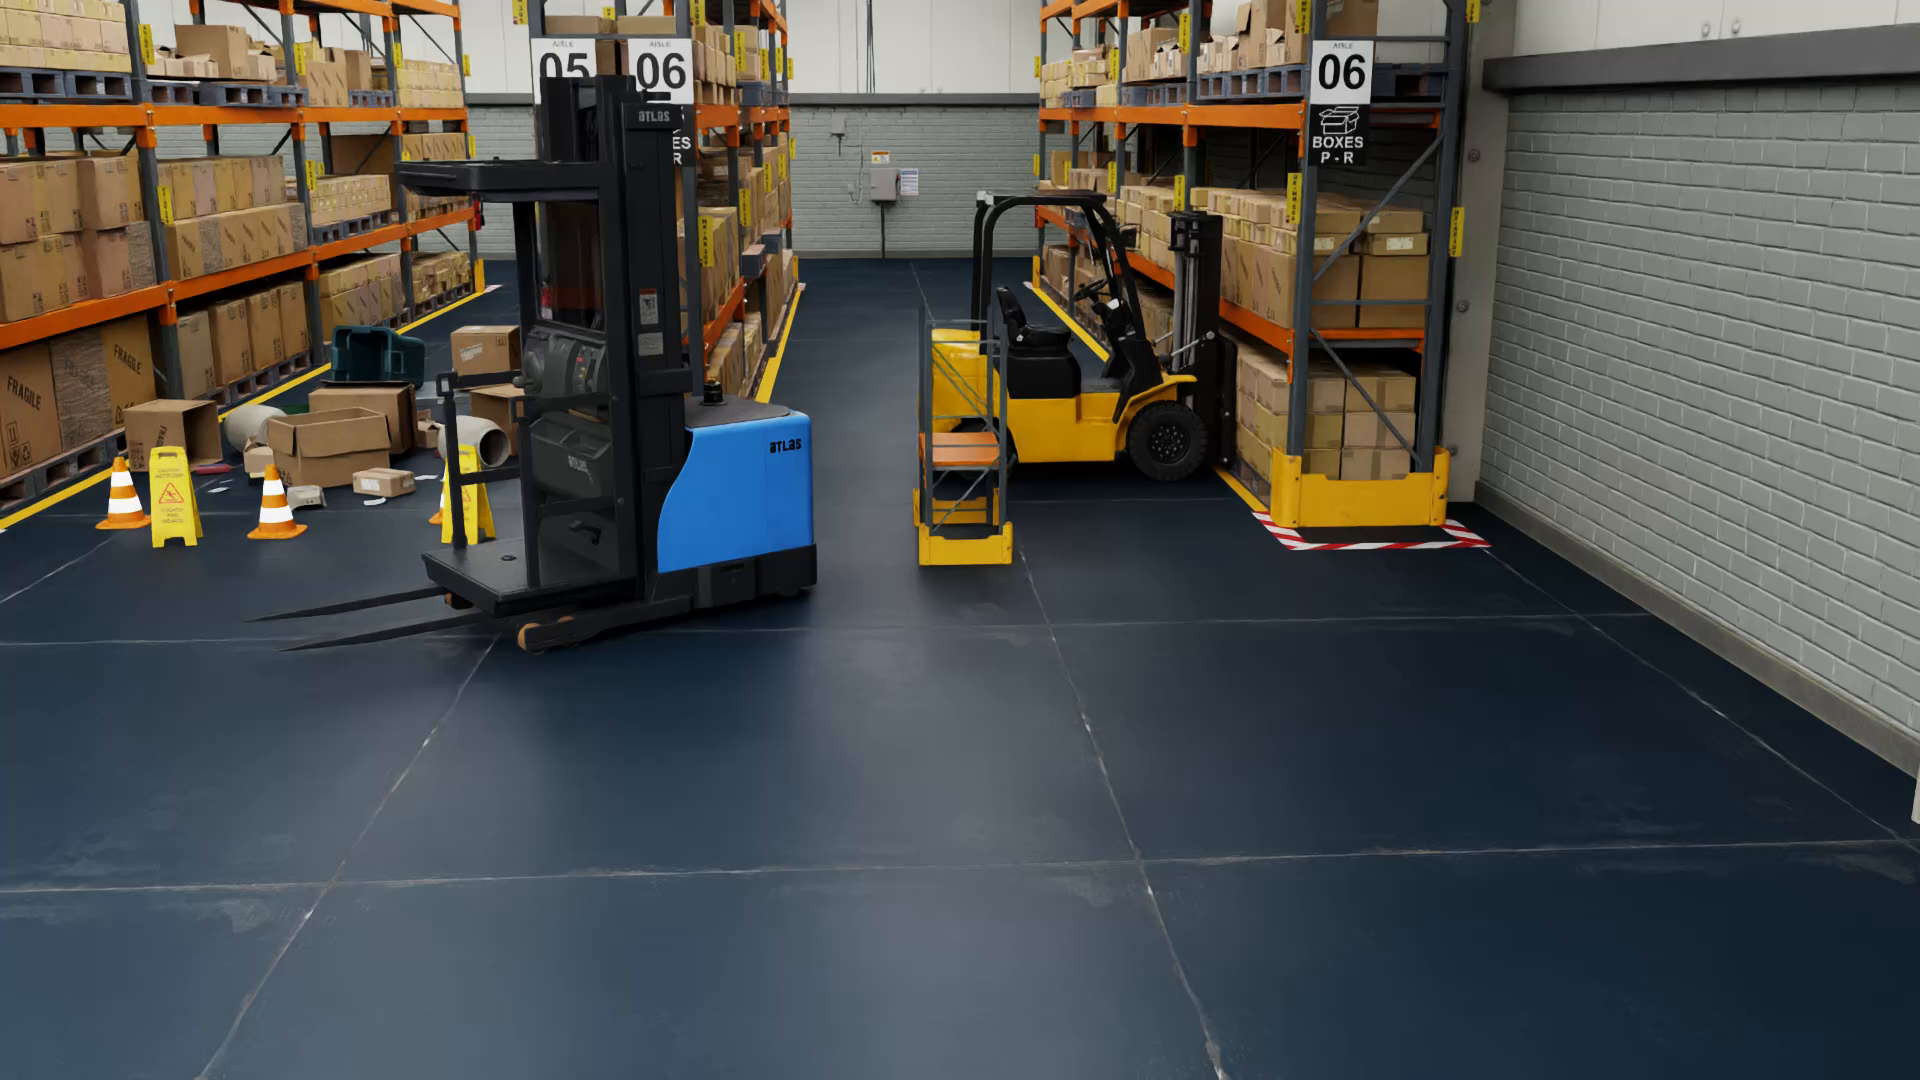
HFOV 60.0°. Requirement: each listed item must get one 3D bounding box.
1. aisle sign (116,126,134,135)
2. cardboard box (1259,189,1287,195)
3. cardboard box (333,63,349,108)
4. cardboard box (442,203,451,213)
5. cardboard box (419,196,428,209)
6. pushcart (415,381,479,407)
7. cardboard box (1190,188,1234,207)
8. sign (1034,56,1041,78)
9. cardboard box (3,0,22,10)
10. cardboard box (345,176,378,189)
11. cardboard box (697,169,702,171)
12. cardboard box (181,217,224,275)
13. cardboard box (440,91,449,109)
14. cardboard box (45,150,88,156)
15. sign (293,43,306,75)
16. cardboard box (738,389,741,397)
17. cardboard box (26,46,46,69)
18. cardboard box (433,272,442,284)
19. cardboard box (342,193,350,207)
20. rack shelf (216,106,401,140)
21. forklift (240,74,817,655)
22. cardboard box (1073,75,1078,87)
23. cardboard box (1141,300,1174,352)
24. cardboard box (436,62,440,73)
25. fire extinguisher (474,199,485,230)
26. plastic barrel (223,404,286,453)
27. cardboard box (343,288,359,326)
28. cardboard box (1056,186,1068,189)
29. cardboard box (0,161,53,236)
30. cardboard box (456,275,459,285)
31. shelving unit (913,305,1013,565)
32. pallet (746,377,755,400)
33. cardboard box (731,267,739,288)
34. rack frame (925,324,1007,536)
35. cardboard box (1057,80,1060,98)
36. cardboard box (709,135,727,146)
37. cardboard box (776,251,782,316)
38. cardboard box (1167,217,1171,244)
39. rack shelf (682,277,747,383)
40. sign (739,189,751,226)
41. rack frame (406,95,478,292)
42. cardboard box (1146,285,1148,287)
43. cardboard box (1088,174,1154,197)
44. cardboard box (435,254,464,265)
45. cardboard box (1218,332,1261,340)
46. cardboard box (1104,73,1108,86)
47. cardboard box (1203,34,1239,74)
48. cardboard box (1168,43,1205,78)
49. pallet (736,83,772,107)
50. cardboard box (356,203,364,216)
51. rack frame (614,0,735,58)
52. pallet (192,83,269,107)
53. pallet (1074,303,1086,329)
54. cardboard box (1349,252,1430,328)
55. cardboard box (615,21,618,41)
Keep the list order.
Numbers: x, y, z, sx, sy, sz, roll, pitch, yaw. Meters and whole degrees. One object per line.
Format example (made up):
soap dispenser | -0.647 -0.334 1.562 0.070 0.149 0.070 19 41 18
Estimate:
aisle sign | -12.785 -6.623 25.532 0.394 0.787 0.004 -1 14 -3
cardboard box | 2.804 -2.957 14.400 0.380 0.149 0.250 -1 14 -5
cardboard box | -7.472 -5.300 19.383 0.500 0.500 0.500 -1 14 -3
cardboard box | -7.787 -4.941 24.716 0.380 0.149 0.250 -2 15 -6
cardboard box | -7.693 -4.841 23.024 0.500 0.500 0.500 -1 14 -3
pushcart | -4.718 -1.193 14.906 1.648 0.377 0.936 -6 16 -23
cardboard box | 2.232 -3.011 14.609 0.380 0.149 0.250 -1 14 -2
sign | 1.223 -7.440 26.149 0.100 0.325 0.005 -1 14 -3
cardboard box | -6.929 -3.851 11.814 0.380 0.149 0.250 -1 14 -3
cardboard box | -7.624 -4.541 21.121 0.380 0.149 0.250 -1 14 -5
cardboard box | -2.857 -3.656 17.576 0.500 0.500 0.500 0 14 -1
cardboard box | -7.176 -2.718 15.369 0.500 0.500 0.500 -1 14 -3
cardboard box | -7.775 -6.414 24.217 0.500 0.250 0.500 0 14 -1
cardboard box | -13.289 -5.529 24.693 0.500 0.500 0.500 -1 14 -5
sign | -7.073 -5.152 17.813 0.100 0.325 0.005 -1 14 -3
cardboard box | -2.098 -1.107 13.985 0.500 0.250 0.500 -1 14 -5
cardboard box | -6.943 -3.527 12.154 0.380 0.149 0.250 -1 14 -4
cardboard box | -7.695 -3.782 23.986 0.380 0.149 0.250 -1 14 -4
cardboard box | -7.539 -4.073 19.902 0.380 0.149 0.250 -1 14 -4
rack shelf | -7.752 -5.005 19.885 1.077 0.370 4.000 -1 14 -3
forklift | -2.312 -0.967 8.904 3.031 2.935 1.130 -11 18 -37
cardboard box | 1.659 -5.889 21.338 0.380 0.149 0.250 -1 14 -3
cardboard box | 2.376 -2.151 17.290 0.875 0.625 0.625 -1 15 -6
cardboard box | -7.795 -6.876 24.208 0.380 0.149 0.250 -1 14 -5
fire extinguisher | -7.678 -5.245 26.296 0.296 0.674 0.183 -1 14 -3
plastic barrel | -5.779 -0.903 13.686 0.512 0.421 0.421 10 18 35
cardboard box | -7.452 -2.701 19.680 0.500 0.500 0.500 -1 14 -3
cardboard box | 1.674 -5.021 24.224 0.500 0.250 0.500 -1 14 -4
cardboard box | -7.304 -2.509 12.291 0.875 0.550 0.500 -1 14 -3
cardboard box | -7.835 -3.959 25.272 0.380 0.149 0.250 -1 14 -4
shelving unit | 0.005 -0.707 10.766 0.587 1.500 1.083 -1 14 -3
pallet | -2.495 -1.354 15.864 1.003 0.211 1.213 -1 14 -3
cardboard box | -2.099 -2.252 14.262 0.380 0.149 0.250 -1 14 -2
rack frame | 0.037 -0.579 10.266 0.500 1.500 0.032 -1 14 -3
cardboard box | 1.670 -6.475 23.855 0.500 0.250 0.500 -1 14 -2
cardboard box | -3.278 -5.419 22.558 0.380 0.149 0.250 -1 14 -5
cardboard box | -2.759 -3.297 21.242 0.875 0.875 0.875 0 14 -2
cardboard box | 2.223 -2.876 15.481 0.500 0.250 0.500 -1 14 -5
rack shelf | -2.322 -1.665 12.921 1.077 0.370 4.000 -1 14 -3
sign | -1.905 -2.940 14.696 0.100 0.325 0.005 -1 14 -3
rack frame | -8.123 -5.393 25.969 1.000 3.000 0.127 -1 14 -3
cardboard box | 2.503 -2.807 20.091 0.500 0.500 0.500 -1 14 -3
cardboard box | 1.975 -4.239 20.433 0.797 0.503 0.637 -1 14 -5
cardboard box | -7.737 -4.251 25.212 0.380 0.149 0.250 -1 14 -5
cardboard box | 2.289 -1.568 13.770 0.500 0.250 0.500 0 14 -2
cardboard box | 1.945 -5.561 20.101 0.380 0.149 0.250 0 14 -2
cardboard box | 2.317 -4.039 13.819 0.500 0.311 0.500 -1 14 -2
cardboard box | 2.220 -4.426 15.323 0.500 0.311 0.500 -1 14 -5
pallet | -2.445 -4.285 16.019 1.213 0.211 1.003 -1 14 -3
cardboard box | -7.570 -4.061 20.450 0.380 0.149 0.250 0 14 -1
rack frame | -2.446 -5.416 14.017 1.000 3.000 0.127 -1 14 -3
pallet | -7.463 -4.328 16.186 1.003 0.211 1.213 0 14 -1
pallet | 2.101 -3.025 22.362 1.003 0.211 1.213 -1 14 -3
cardboard box | 3.003 -1.769 11.682 0.500 0.500 0.500 0 14 -2
cardboard box | -2.525 -3.440 11.262 0.380 0.149 0.250 -1 14 -4
